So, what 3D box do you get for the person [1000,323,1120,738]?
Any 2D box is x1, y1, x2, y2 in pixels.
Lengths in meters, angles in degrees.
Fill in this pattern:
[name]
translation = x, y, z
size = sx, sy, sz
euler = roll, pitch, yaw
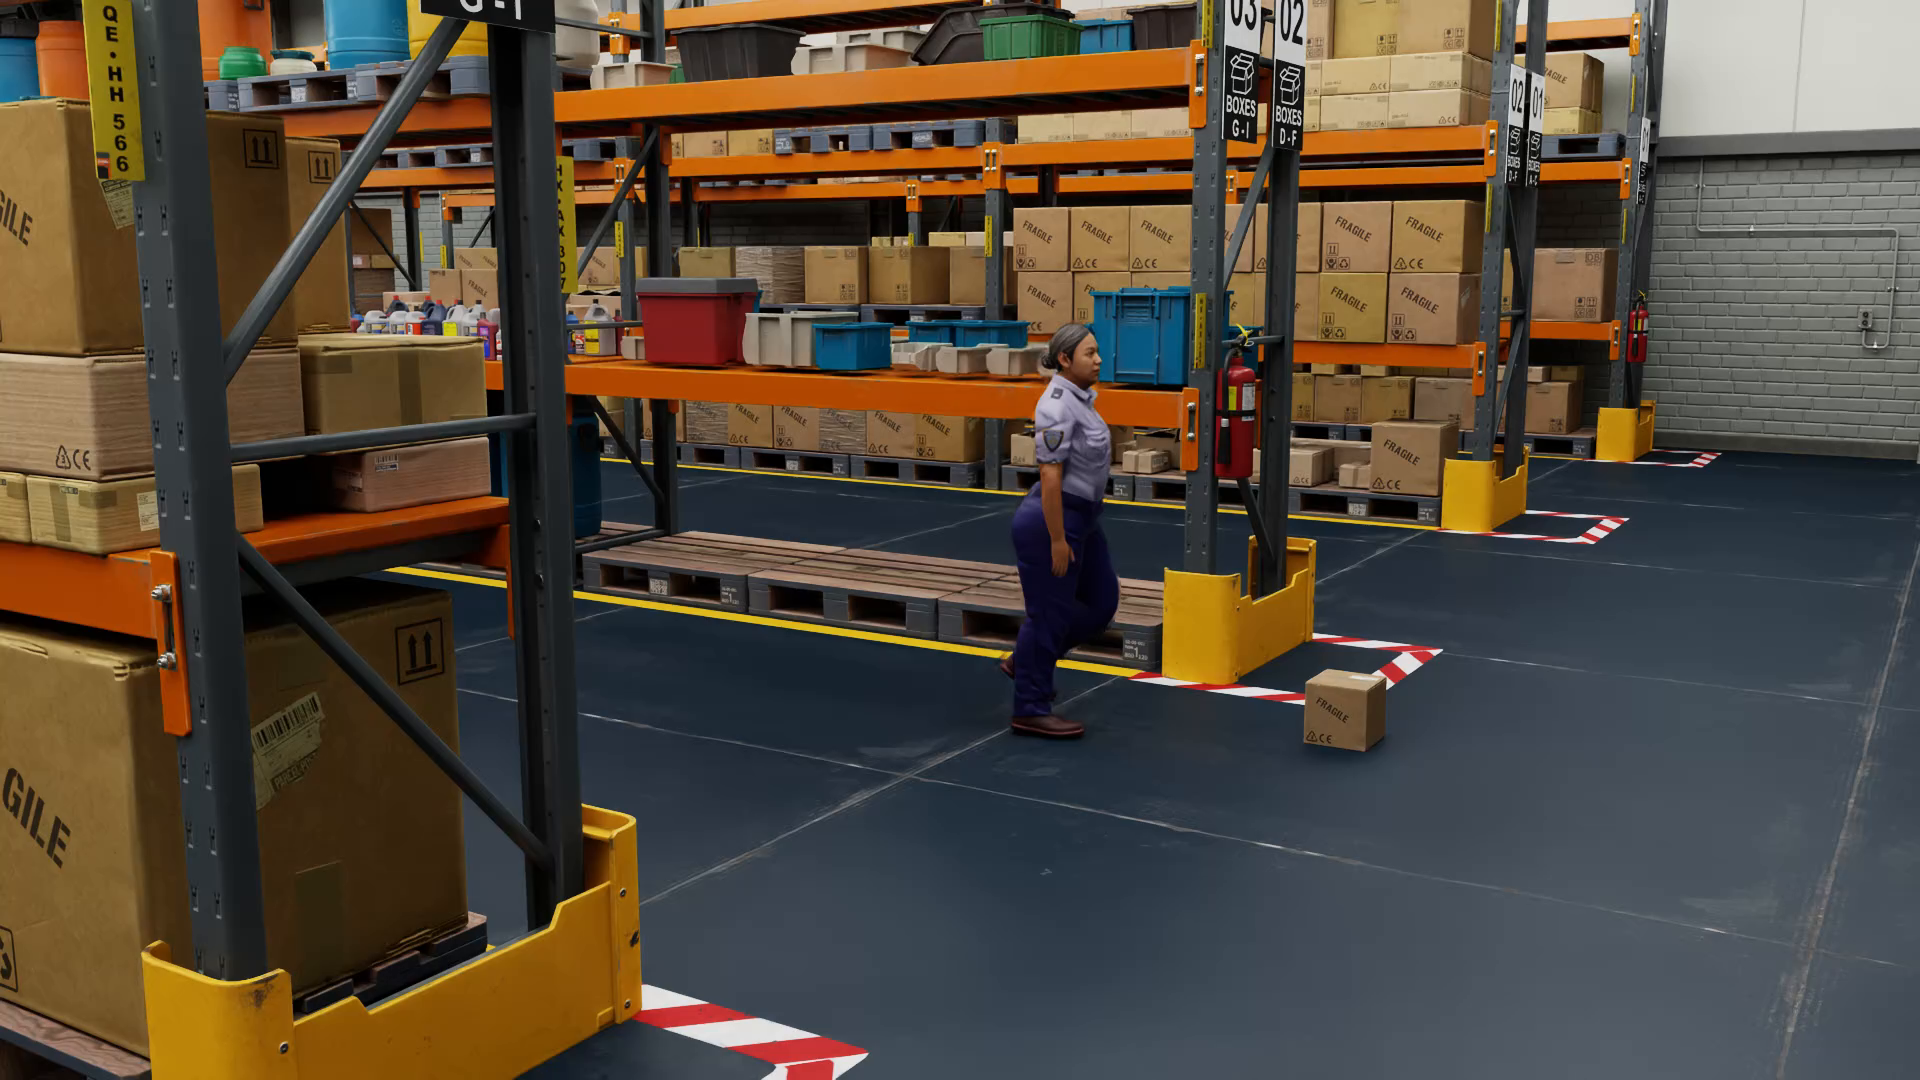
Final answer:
[person]
translation = 0.377, -0.033, 6.627
size = 0.475, 1.628, 0.545
euler = 3, 10, 15
